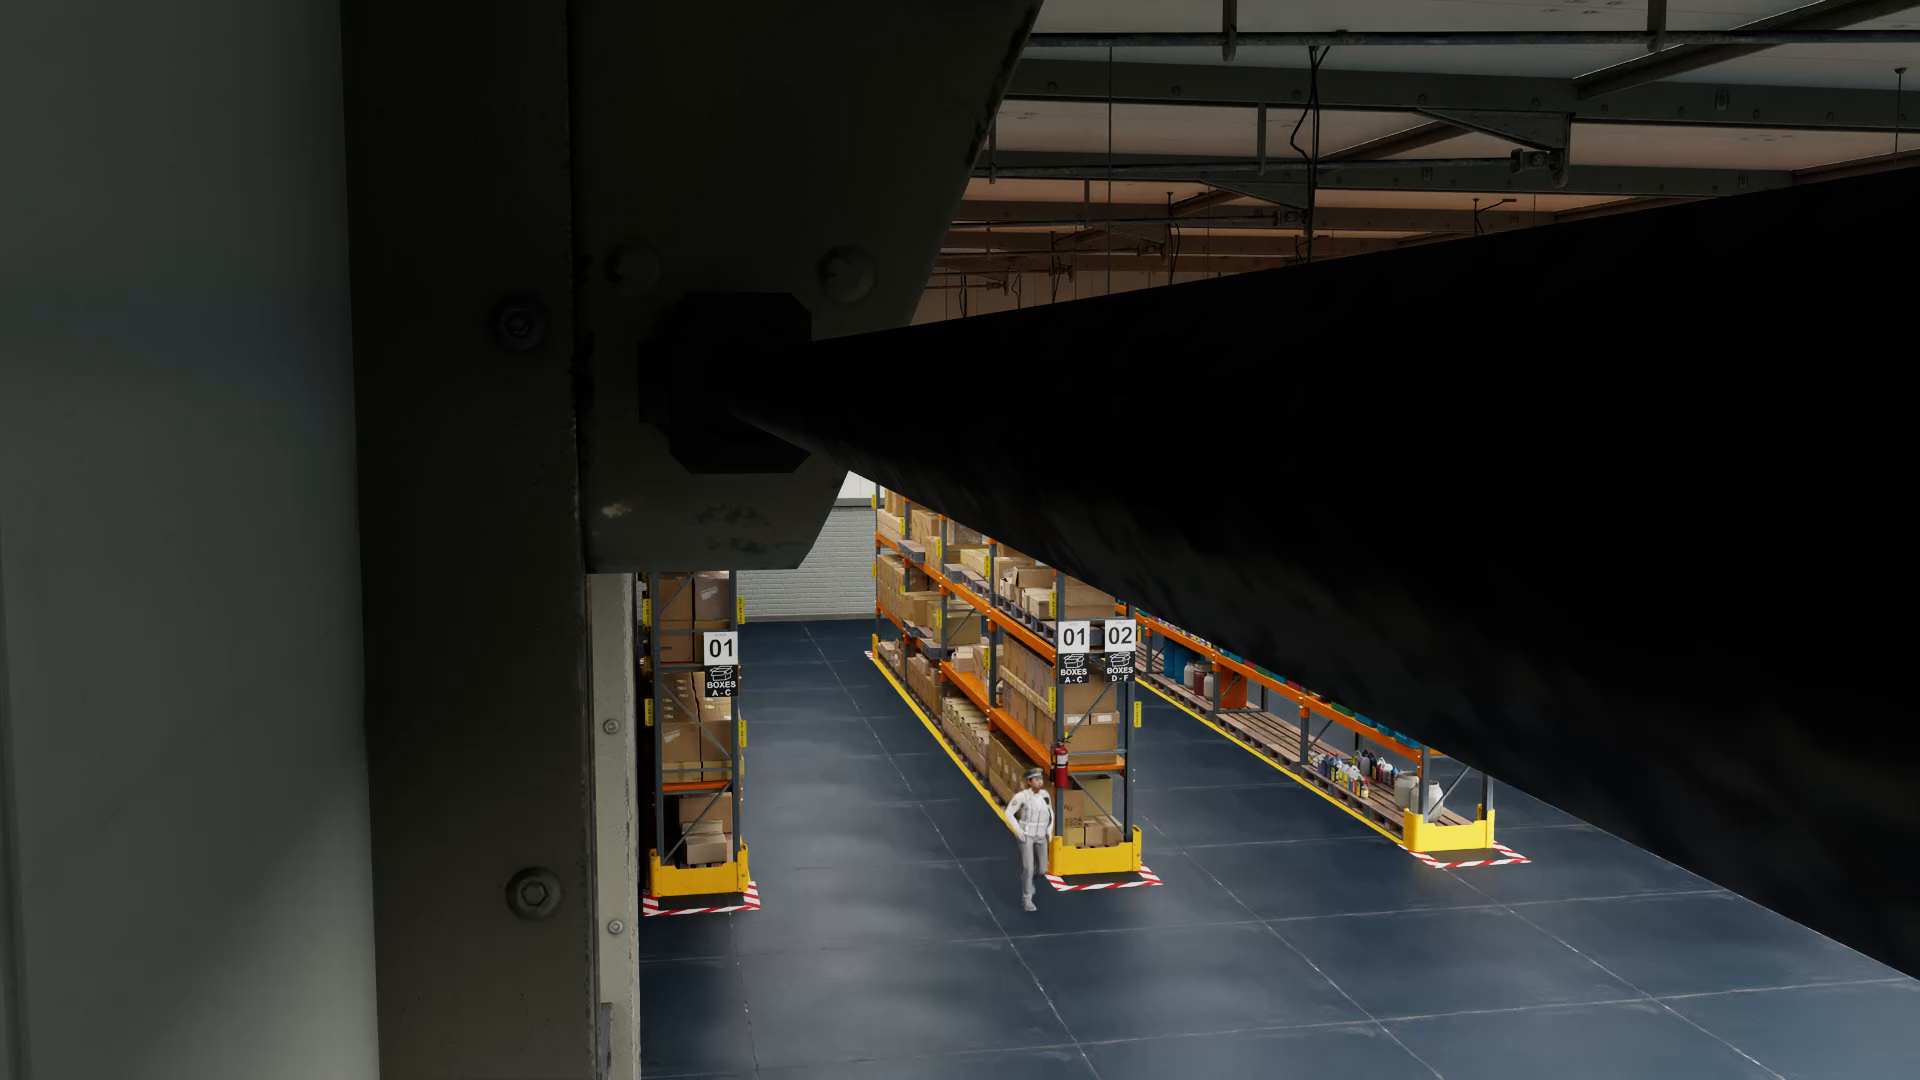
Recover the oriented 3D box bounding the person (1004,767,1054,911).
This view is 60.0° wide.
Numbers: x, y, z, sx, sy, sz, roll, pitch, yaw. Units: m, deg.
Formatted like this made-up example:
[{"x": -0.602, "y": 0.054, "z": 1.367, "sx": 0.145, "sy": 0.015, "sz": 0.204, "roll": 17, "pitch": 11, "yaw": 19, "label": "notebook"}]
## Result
[{"x": 0.863, "y": 3.501, "z": 19.701, "sx": 0.651, "sy": 1.628, "sz": 0.678, "roll": -2, "pitch": 6, "yaw": -21, "label": "person"}]
